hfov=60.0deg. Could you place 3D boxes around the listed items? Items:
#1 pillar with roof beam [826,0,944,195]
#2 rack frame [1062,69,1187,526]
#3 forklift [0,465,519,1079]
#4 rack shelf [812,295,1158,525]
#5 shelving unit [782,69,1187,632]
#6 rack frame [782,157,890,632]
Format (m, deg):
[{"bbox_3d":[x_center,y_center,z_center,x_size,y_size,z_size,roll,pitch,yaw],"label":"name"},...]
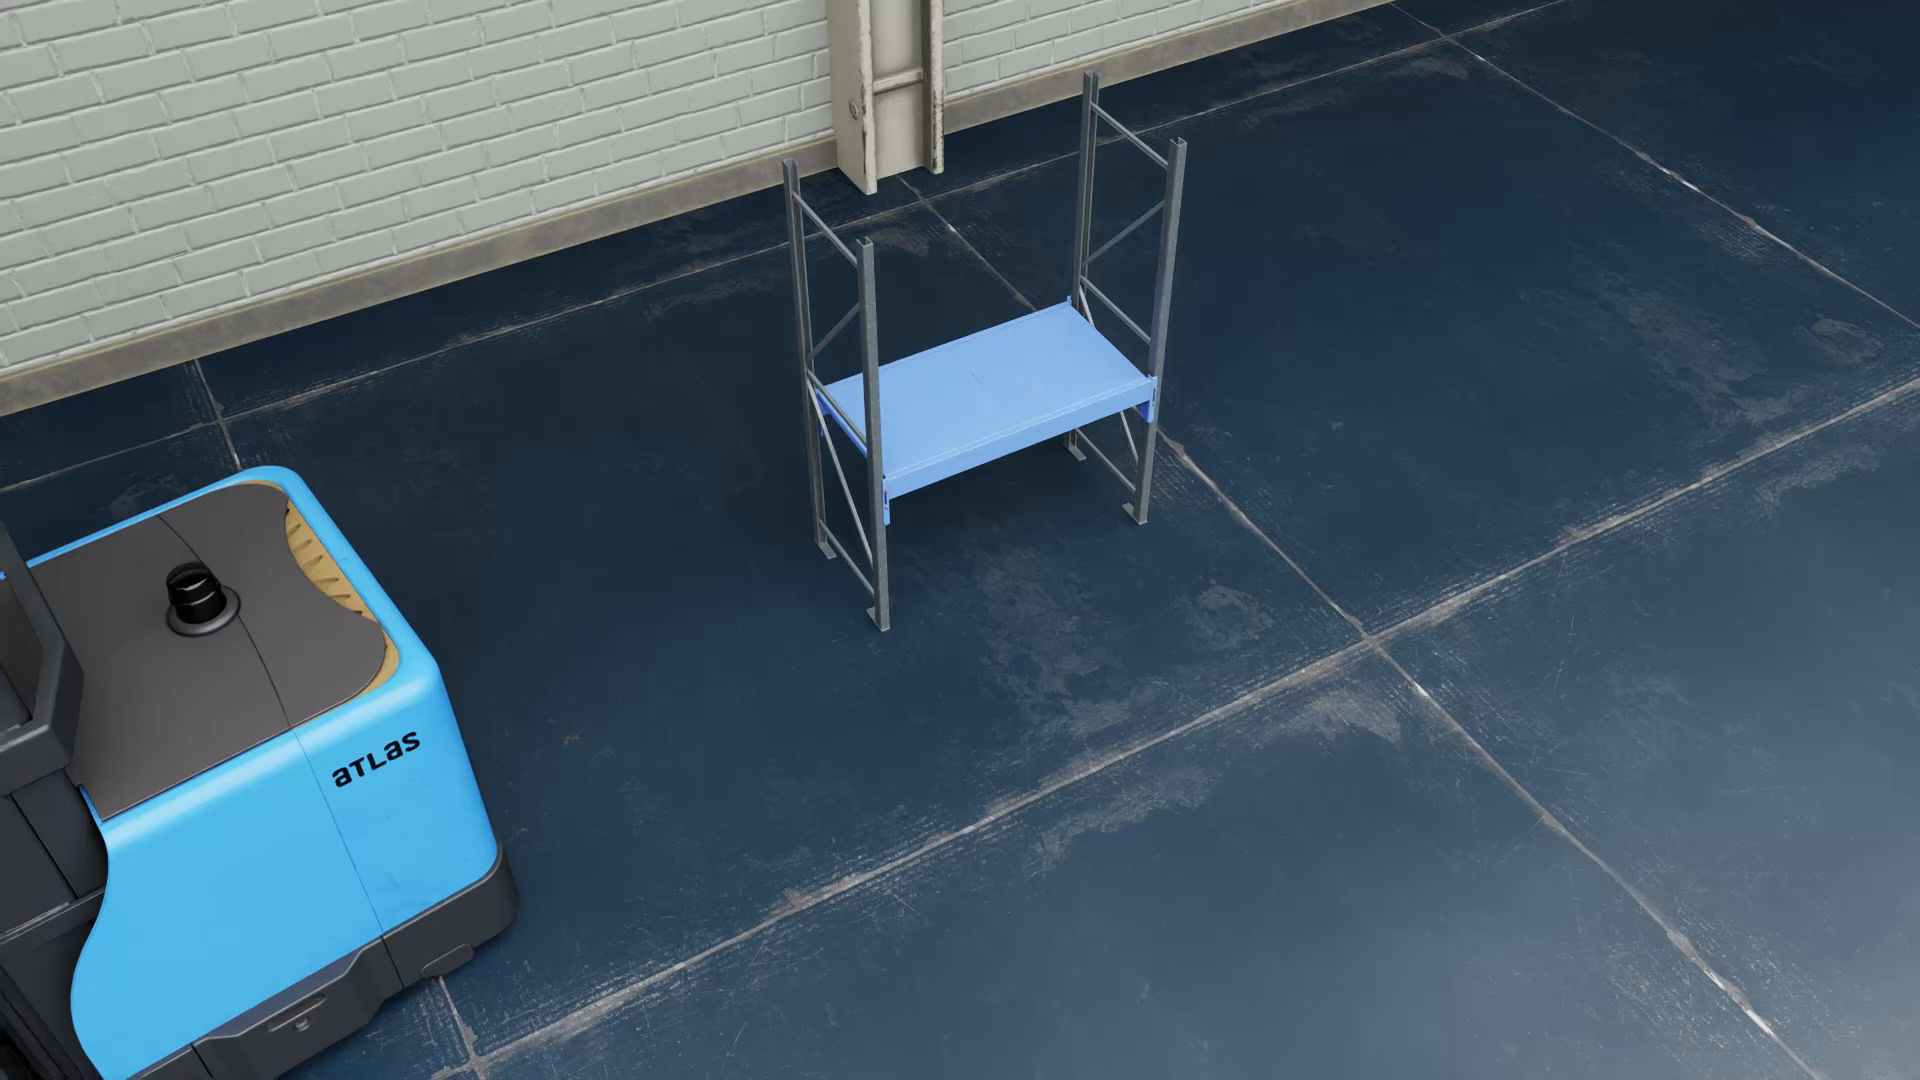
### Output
[{"bbox_3d":[1.828,-2.307,1.666,0.400,9.000,9.100,-22,48,-21],"label":"pillar with roof beam"},{"bbox_3d":[0.515,-0.744,5.440,0.032,1.500,0.500,-22,48,-21],"label":"rack frame"},{"bbox_3d":[-2.695,0.389,3.245,3.031,2.935,1.130,-28,51,-26],"label":"forklift"},{"bbox_3d":[0.074,-0.439,5.383,1.000,0.185,0.538,-22,48,-21],"label":"rack shelf"},{"bbox_3d":[0.074,-0.568,5.258,1.048,1.500,0.538,-22,48,-21],"label":"shelving unit"},{"bbox_3d":[-0.367,-0.391,5.076,0.032,1.500,0.500,-22,48,-21],"label":"rack frame"}]
